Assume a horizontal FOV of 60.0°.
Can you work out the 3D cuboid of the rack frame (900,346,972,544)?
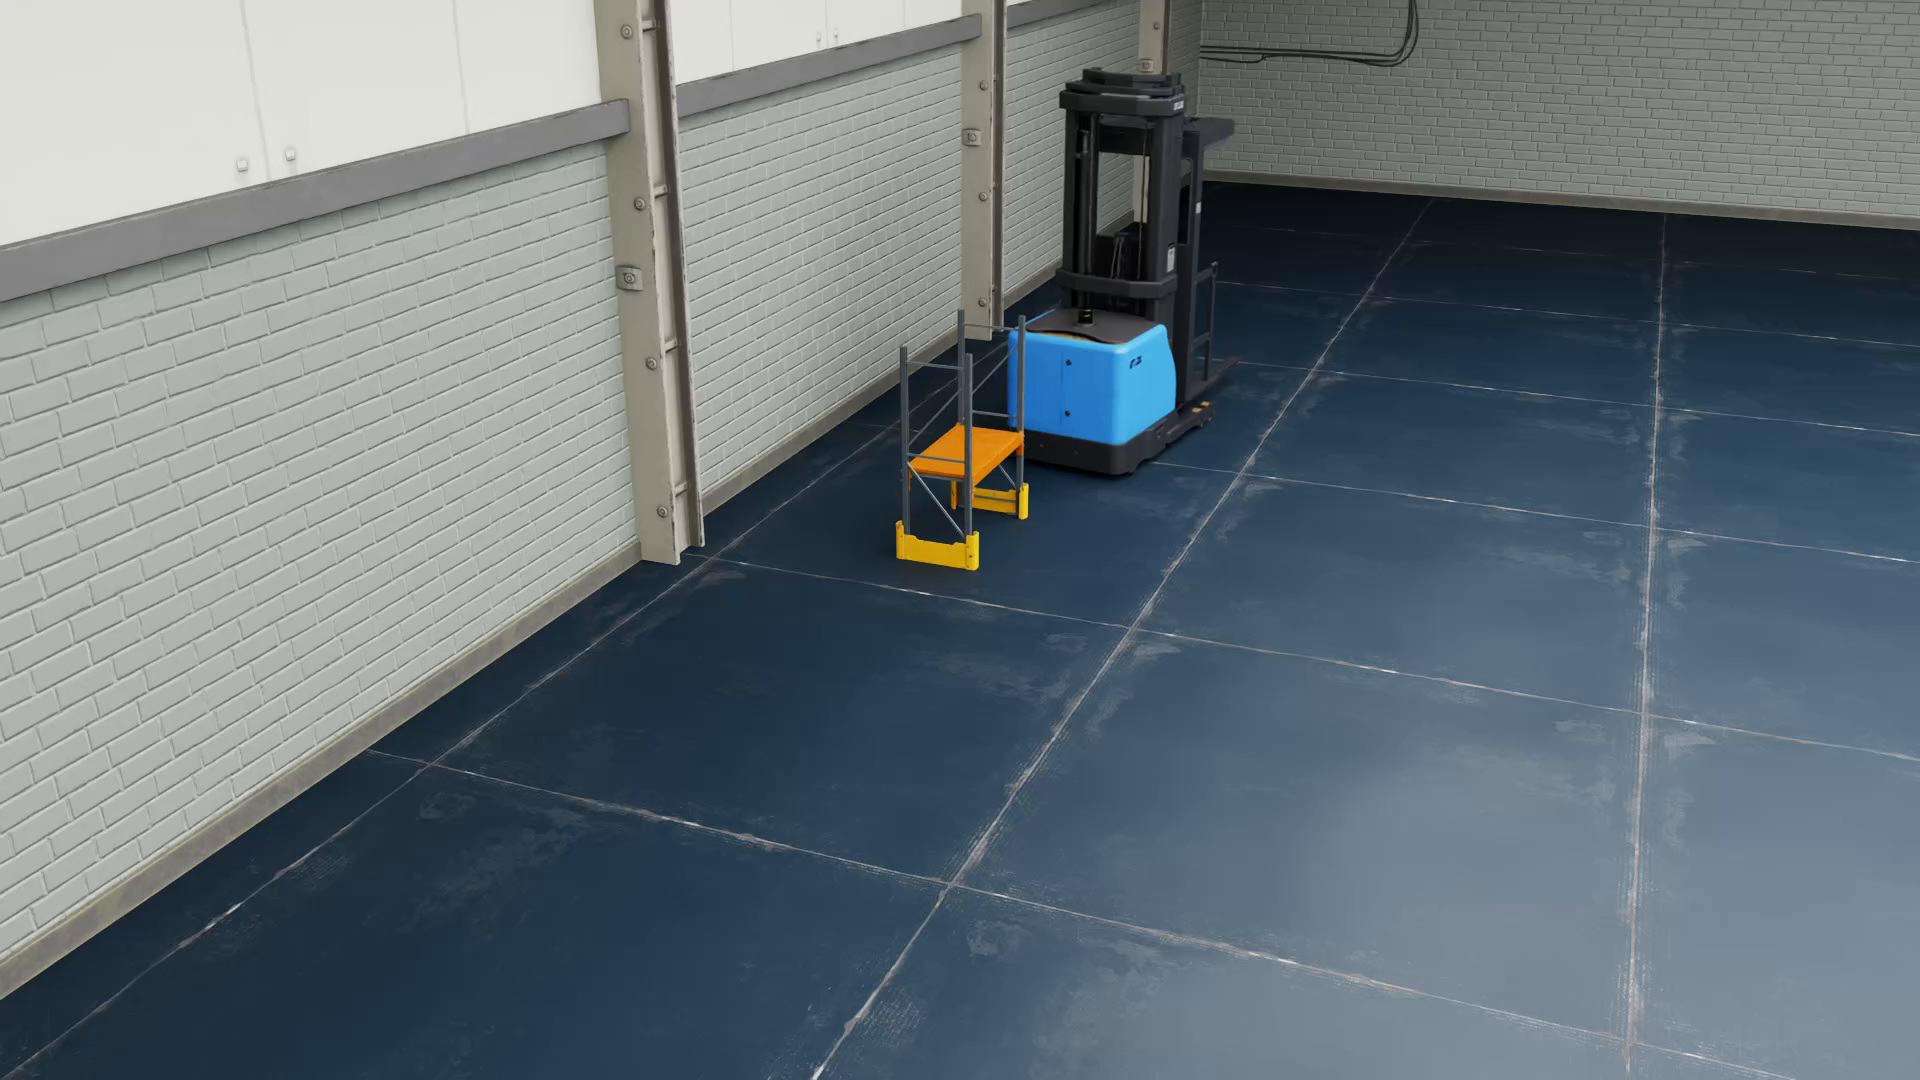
[{"bbox_3d":[-0.157,-0.541,11.098,0.500,1.500,0.032,9,24,20],"label":"rack frame"}]

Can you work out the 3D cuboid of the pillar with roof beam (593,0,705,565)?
[{"bbox_3d":[1.993,-3.457,8.351,9.100,9.000,0.400,9,24,20],"label":"pillar with roof beam"}]

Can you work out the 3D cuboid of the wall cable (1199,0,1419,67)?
[{"bbox_3d":[4.775,-7.800,22.777,3.097,2.526,0.112,9,24,20],"label":"wall cable"}]

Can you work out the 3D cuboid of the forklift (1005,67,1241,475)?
[{"bbox_3d":[1.524,-2.379,13.642,1.130,2.935,3.031,12,26,27],"label":"forklift"}]

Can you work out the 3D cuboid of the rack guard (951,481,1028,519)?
[{"bbox_3d":[0.213,-0.321,12.194,0.587,0.250,0.087,9,24,20],"label":"rack guard"}]

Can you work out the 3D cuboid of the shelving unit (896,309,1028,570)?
[{"bbox_3d":[0.028,-0.719,11.526,0.587,1.500,1.083,9,24,20],"label":"shelving unit"}]

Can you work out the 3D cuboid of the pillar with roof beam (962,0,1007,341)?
[{"bbox_3d":[4.222,-5.604,13.492,9.100,9.000,0.400,9,24,20],"label":"pillar with roof beam"}]

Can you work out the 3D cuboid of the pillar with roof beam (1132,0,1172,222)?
[{"bbox_3d":[6.450,-7.751,18.632,9.100,9.000,0.400,9,24,20],"label":"pillar with roof beam"}]

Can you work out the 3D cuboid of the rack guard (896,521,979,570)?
[{"bbox_3d":[-0.157,0.036,11.340,0.587,0.250,0.087,9,24,20],"label":"rack guard"}]

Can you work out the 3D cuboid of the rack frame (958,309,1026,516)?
[{"bbox_3d":[0.221,-0.904,11.970,0.500,1.500,0.032,9,24,20],"label":"rack frame"}]

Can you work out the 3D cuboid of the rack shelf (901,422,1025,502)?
[{"bbox_3d":[0.032,-0.557,11.603,0.538,0.185,1.000,9,24,20],"label":"rack shelf"}]
